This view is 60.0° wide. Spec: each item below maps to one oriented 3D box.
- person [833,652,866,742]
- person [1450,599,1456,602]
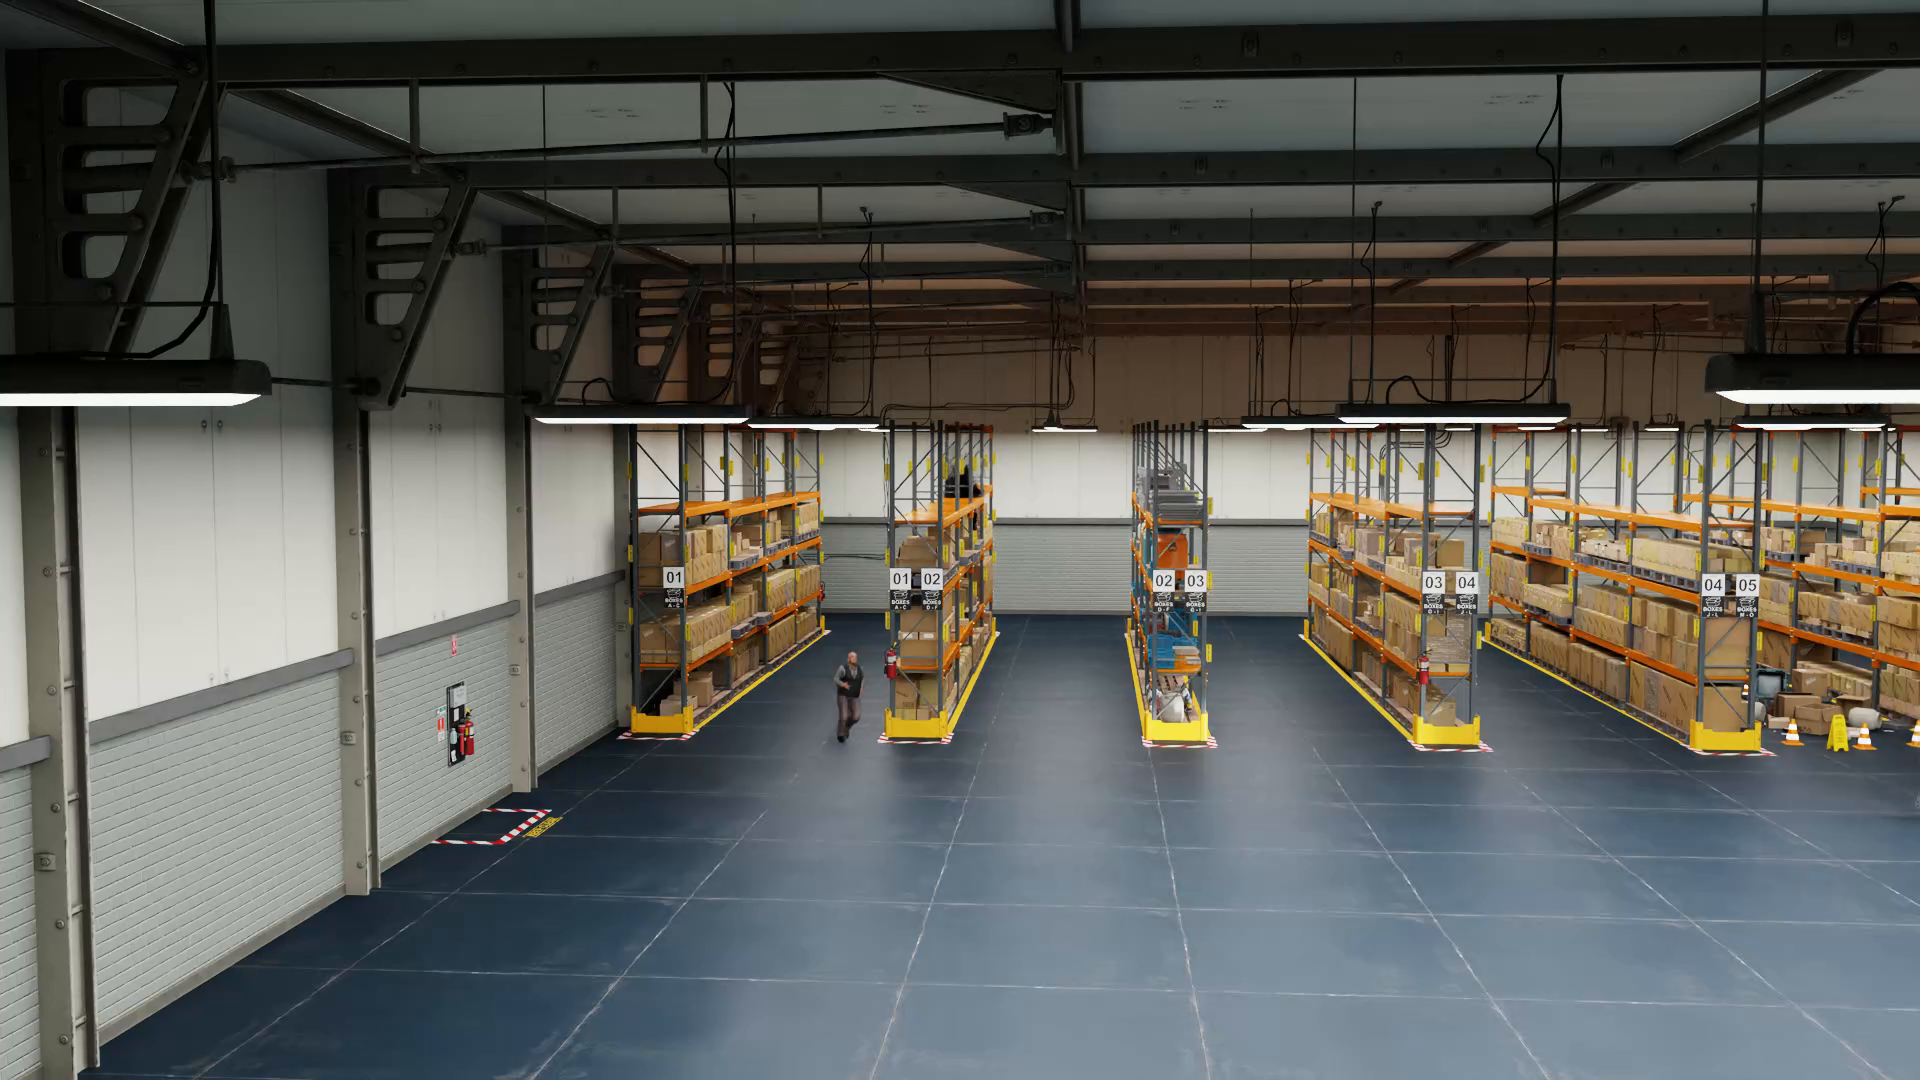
[{"bbox_3d":[-2.016,2.924,30.981,0.675,1.668,0.595,-1,4,-22],"label":"person"},{"bbox_3d":[13.403,1.986,45.592,0.697,1.786,0.884,1,4,10],"label":"person"}]
